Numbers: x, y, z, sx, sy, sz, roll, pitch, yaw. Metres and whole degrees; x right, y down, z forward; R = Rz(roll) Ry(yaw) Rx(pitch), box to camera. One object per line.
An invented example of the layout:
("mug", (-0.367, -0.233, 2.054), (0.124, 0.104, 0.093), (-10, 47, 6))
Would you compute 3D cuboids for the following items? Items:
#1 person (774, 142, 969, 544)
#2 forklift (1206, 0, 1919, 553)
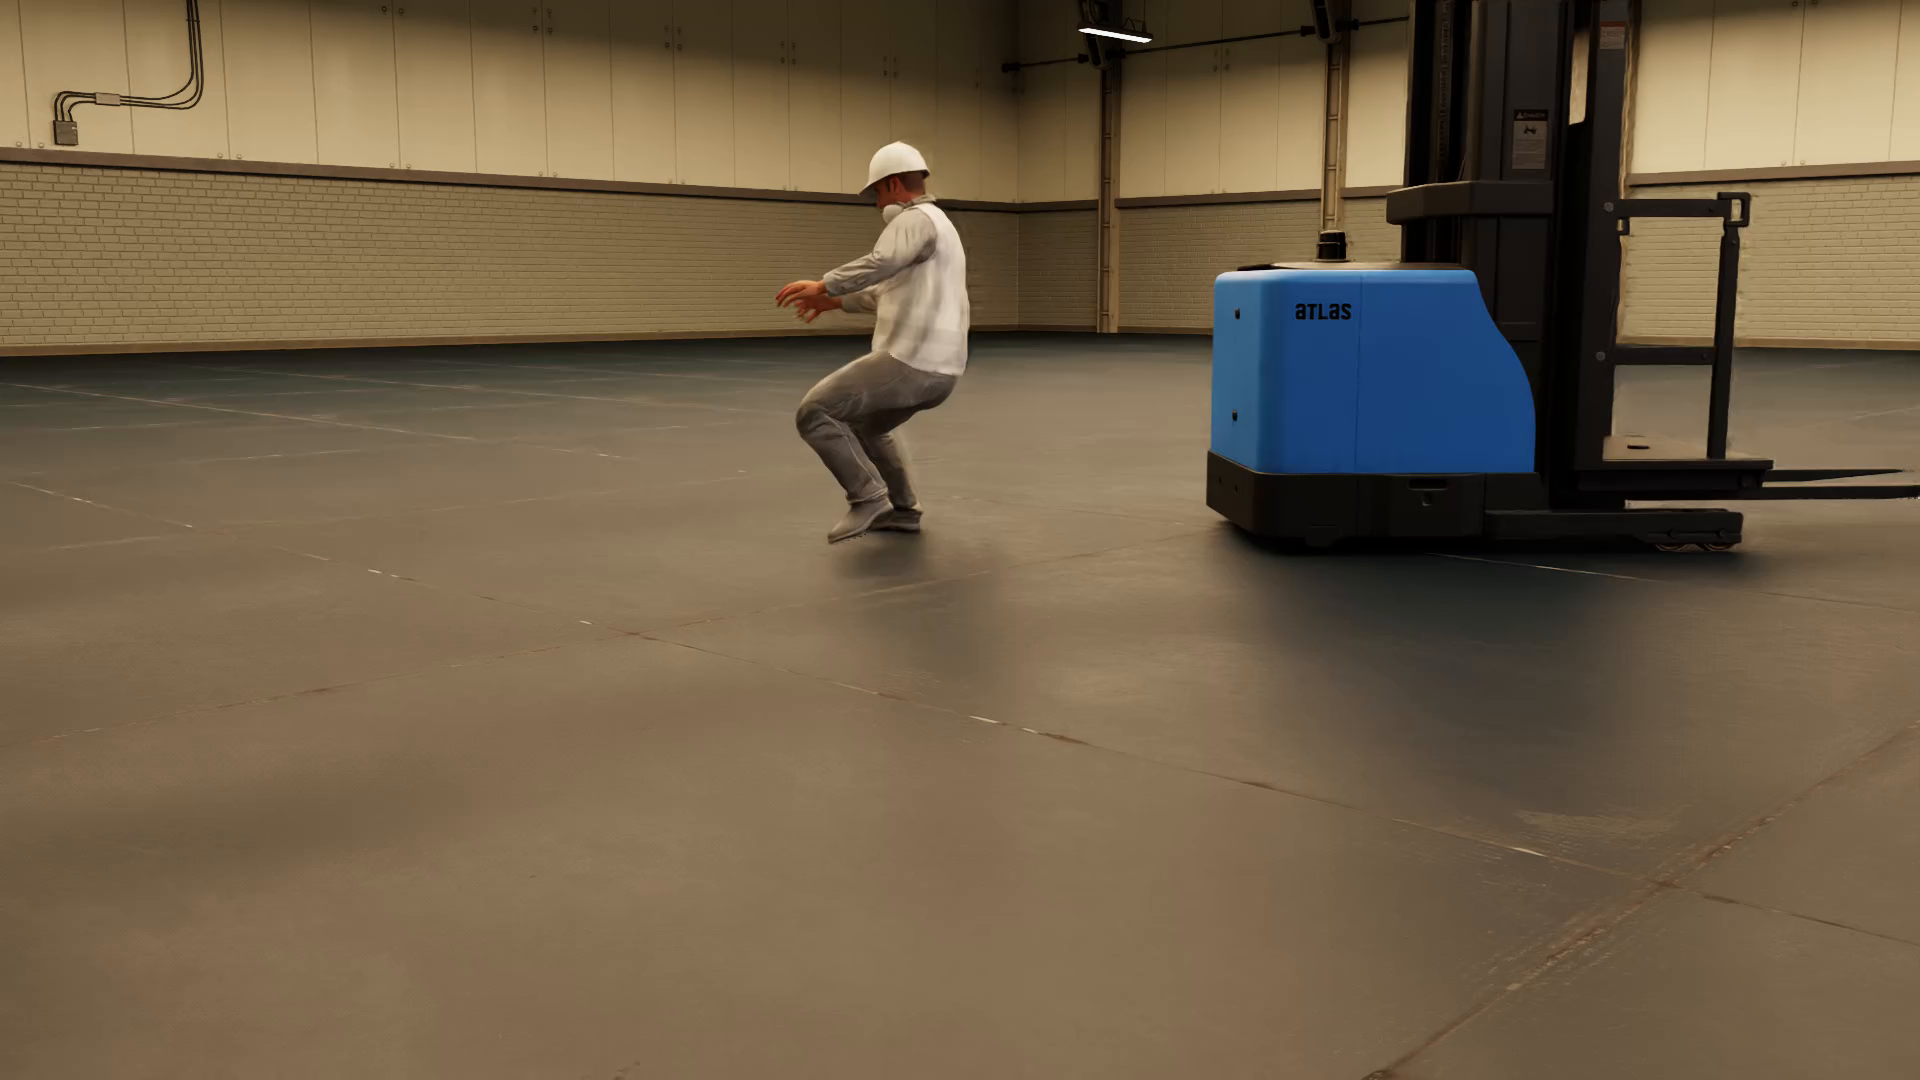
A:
("person", (-0.346, -0.761, 6.523), (0.782, 1.568, 0.953), (2, 9, 14))
("forklift", (2.608, -1.478, 6.690), (3.031, 2.935, 1.130), (0, 9, -3))
